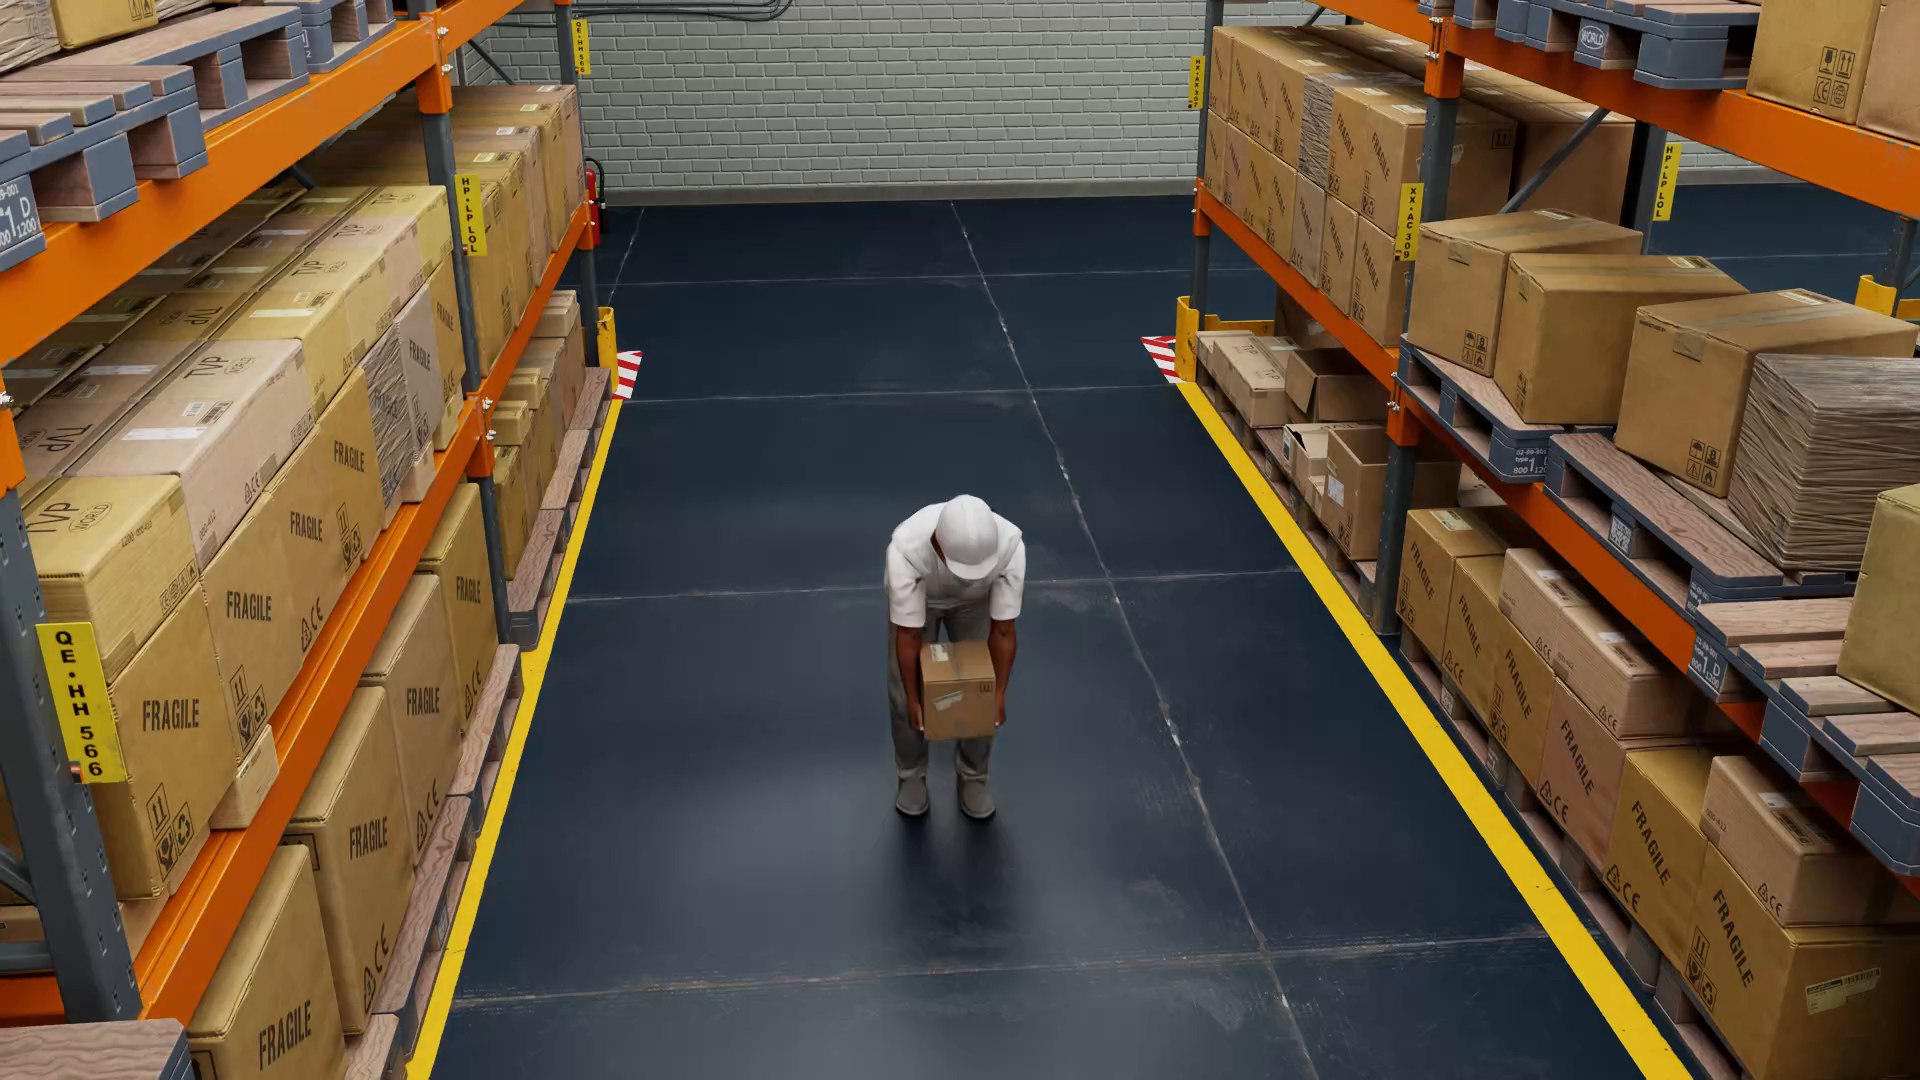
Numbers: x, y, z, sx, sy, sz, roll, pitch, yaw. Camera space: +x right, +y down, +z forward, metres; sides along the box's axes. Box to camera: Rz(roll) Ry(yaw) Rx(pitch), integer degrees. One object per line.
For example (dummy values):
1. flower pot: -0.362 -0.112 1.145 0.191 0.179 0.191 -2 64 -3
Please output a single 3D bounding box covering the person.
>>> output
1. person: -0.018 0.402 6.036 0.488 1.454 0.857 -3 24 -7
